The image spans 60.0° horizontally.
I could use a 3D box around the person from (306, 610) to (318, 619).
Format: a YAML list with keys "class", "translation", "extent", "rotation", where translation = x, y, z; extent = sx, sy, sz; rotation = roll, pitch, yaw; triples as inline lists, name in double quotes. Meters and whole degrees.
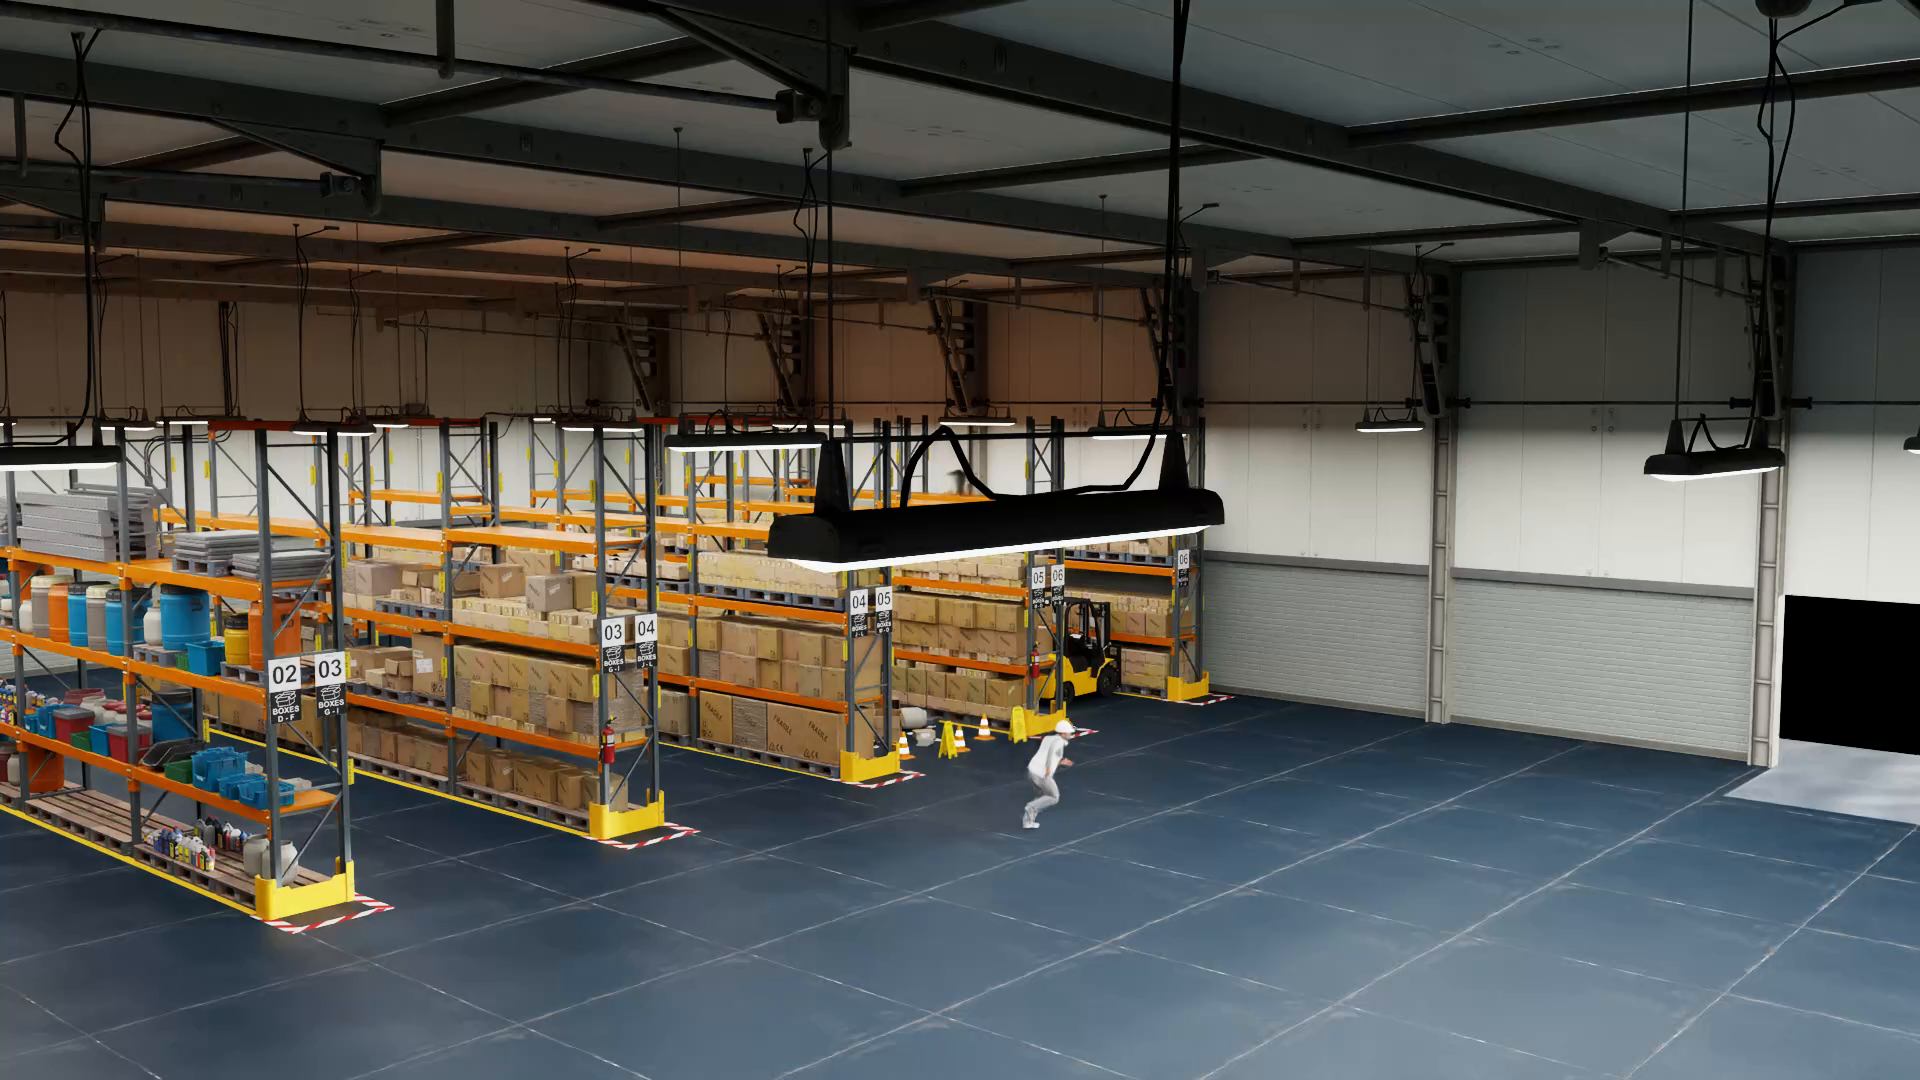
- class: "person"
  translation: [-15.227, 2.312, 39.034]
  extent: [0.546, 1.585, 0.607]
  rotation: [-2, 5, -20]

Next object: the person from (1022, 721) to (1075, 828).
- class: "person"
  translation: [1.326, 3.489, 24.656]
  extent: [0.817, 1.594, 0.688]
  rotation: [-1, 5, -16]
